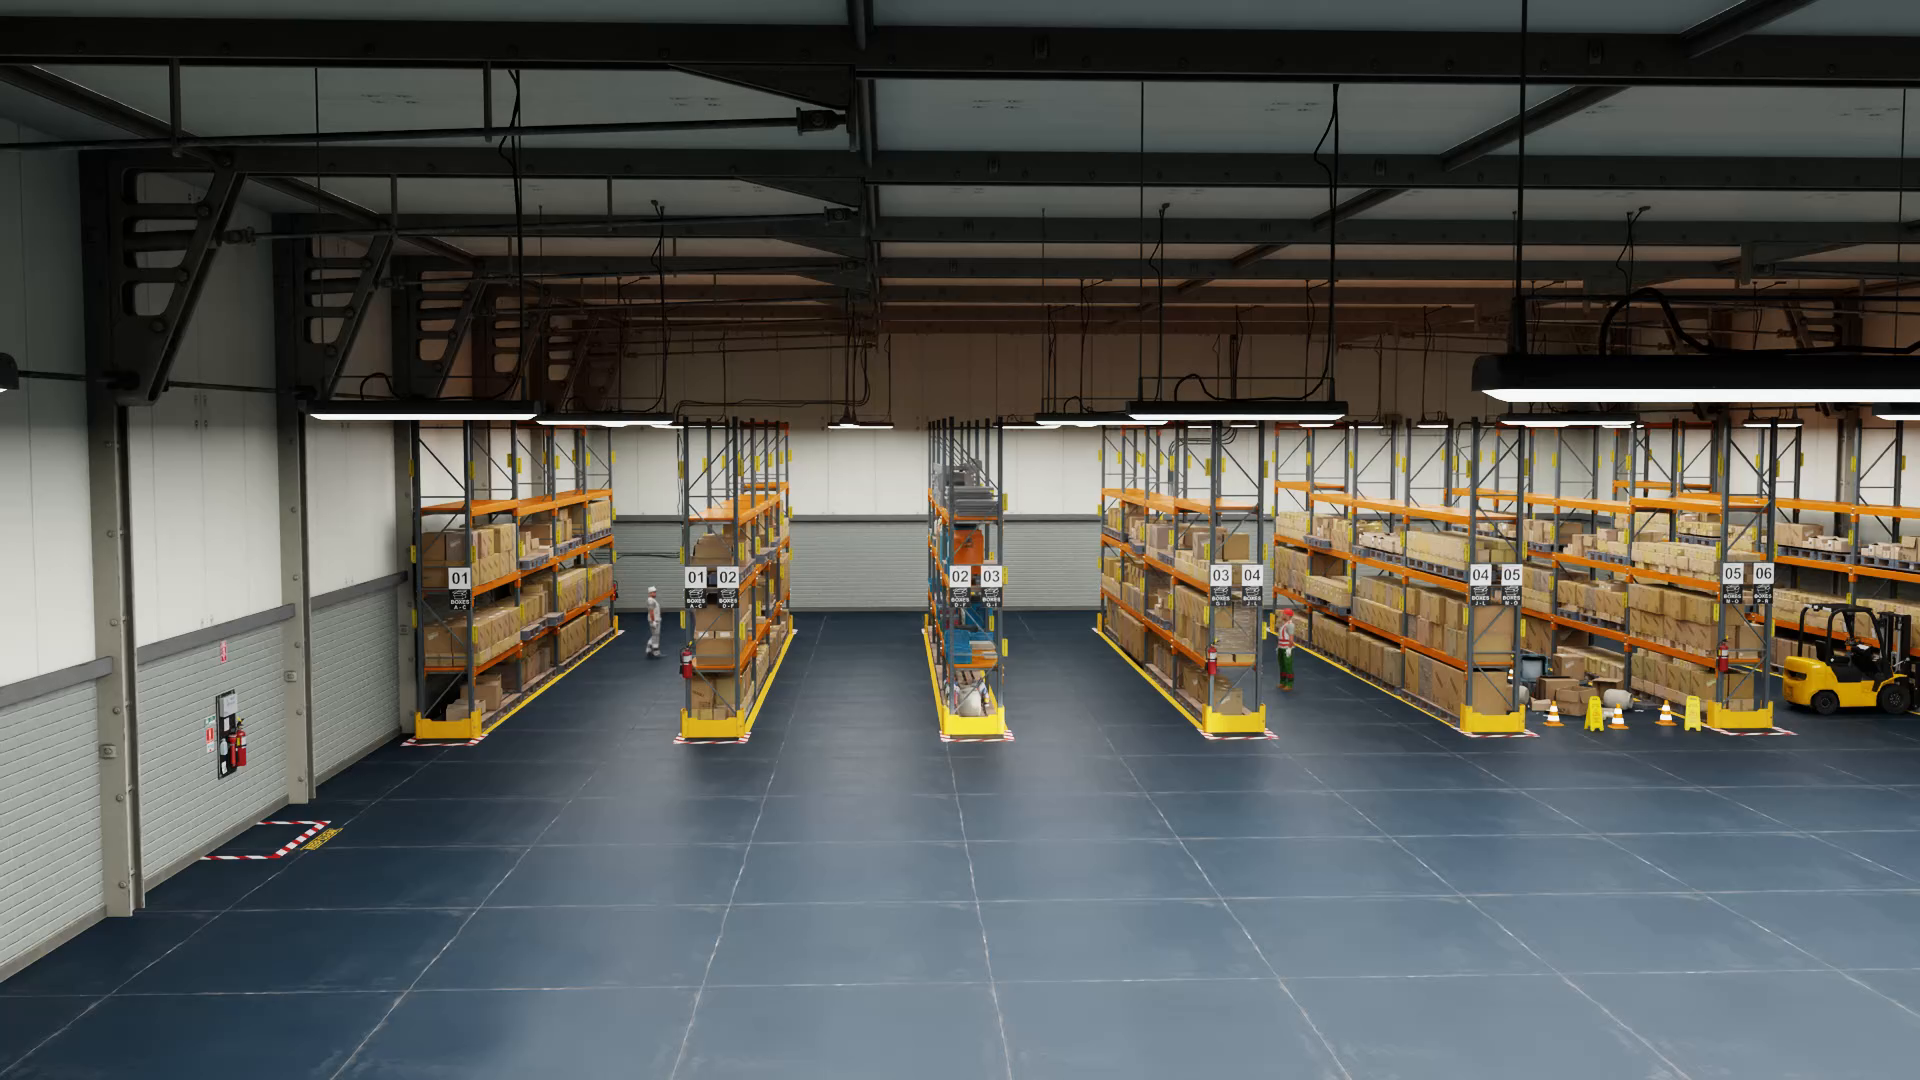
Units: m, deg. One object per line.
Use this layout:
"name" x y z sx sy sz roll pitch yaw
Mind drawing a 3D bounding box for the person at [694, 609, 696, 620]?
"person" -6.947 1.942 44.788 0.468 1.725 0.556 0 4 2

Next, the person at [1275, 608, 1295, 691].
"person" 7.214 2.414 36.894 0.412 1.797 0.592 -1 4 -20

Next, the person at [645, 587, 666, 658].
"person" -7.718 2.079 42.142 0.497 1.795 0.563 -2 4 -24
